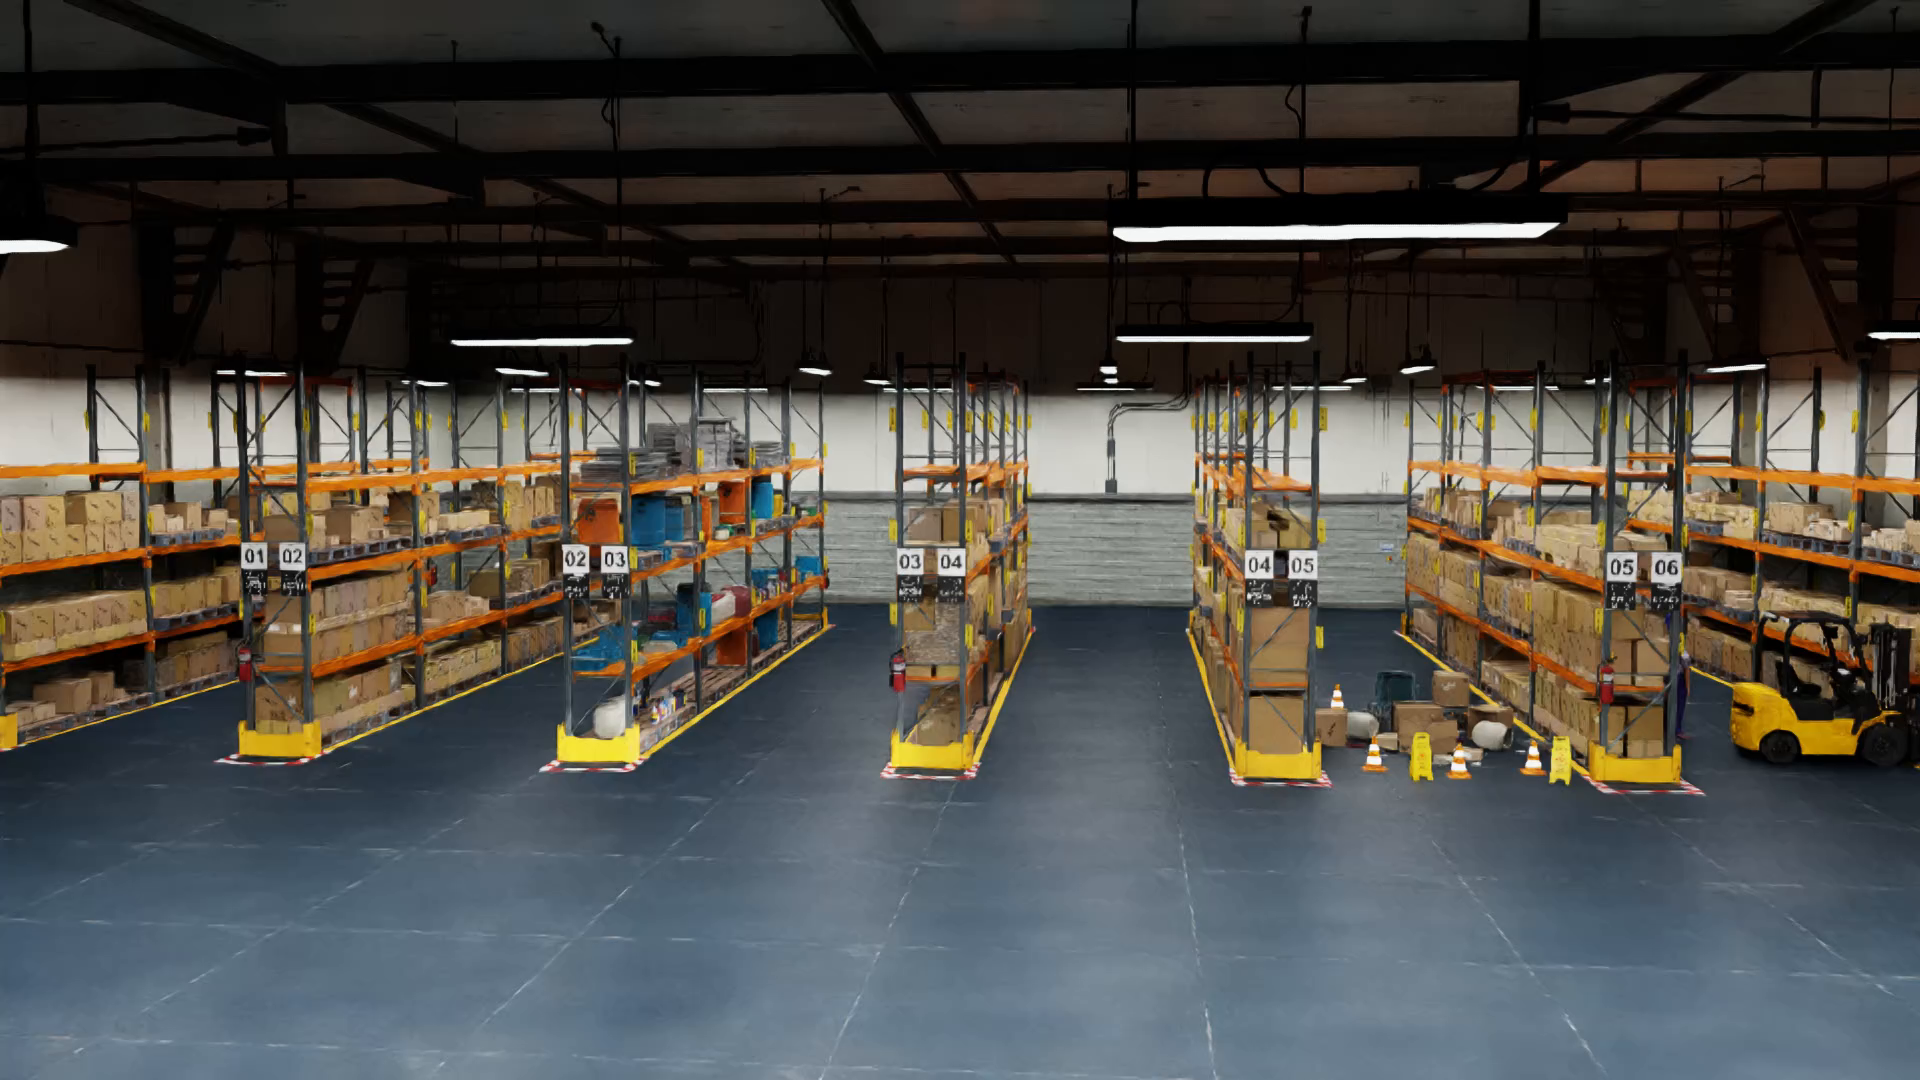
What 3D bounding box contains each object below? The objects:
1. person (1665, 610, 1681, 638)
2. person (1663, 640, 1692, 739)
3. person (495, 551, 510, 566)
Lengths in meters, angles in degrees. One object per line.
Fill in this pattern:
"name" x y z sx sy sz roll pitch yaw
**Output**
"person" 13.727 1.889 32.090 0.555 1.640 0.587 2 4 25
"person" 11.415 2.328 26.428 0.445 1.581 0.577 -2 4 -21
"person" -11.308 1.156 41.364 0.456 1.783 0.665 2 4 24
